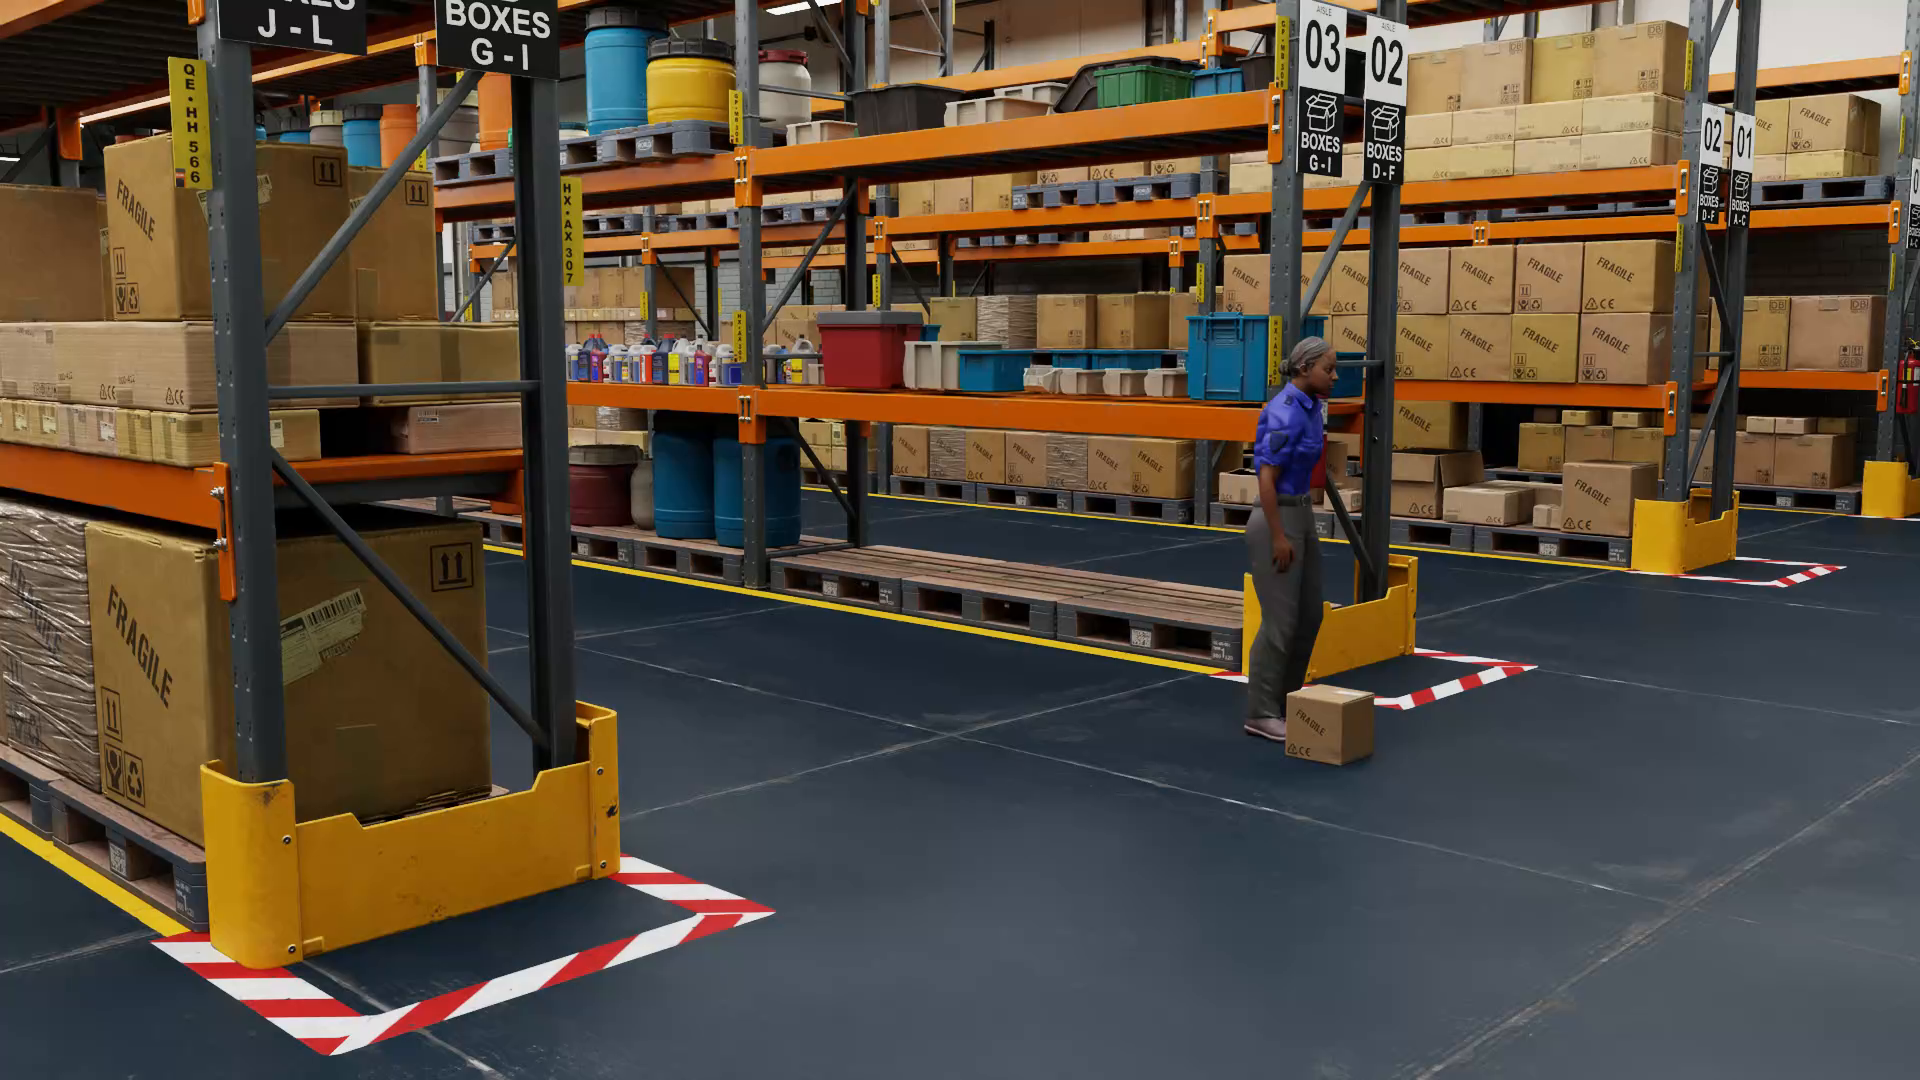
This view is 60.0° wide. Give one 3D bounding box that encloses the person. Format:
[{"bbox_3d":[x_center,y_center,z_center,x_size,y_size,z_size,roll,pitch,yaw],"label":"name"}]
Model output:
[{"bbox_3d":[1.383,-0.021,6.951,0.349,1.655,0.533,4,8,30],"label":"person"}]
